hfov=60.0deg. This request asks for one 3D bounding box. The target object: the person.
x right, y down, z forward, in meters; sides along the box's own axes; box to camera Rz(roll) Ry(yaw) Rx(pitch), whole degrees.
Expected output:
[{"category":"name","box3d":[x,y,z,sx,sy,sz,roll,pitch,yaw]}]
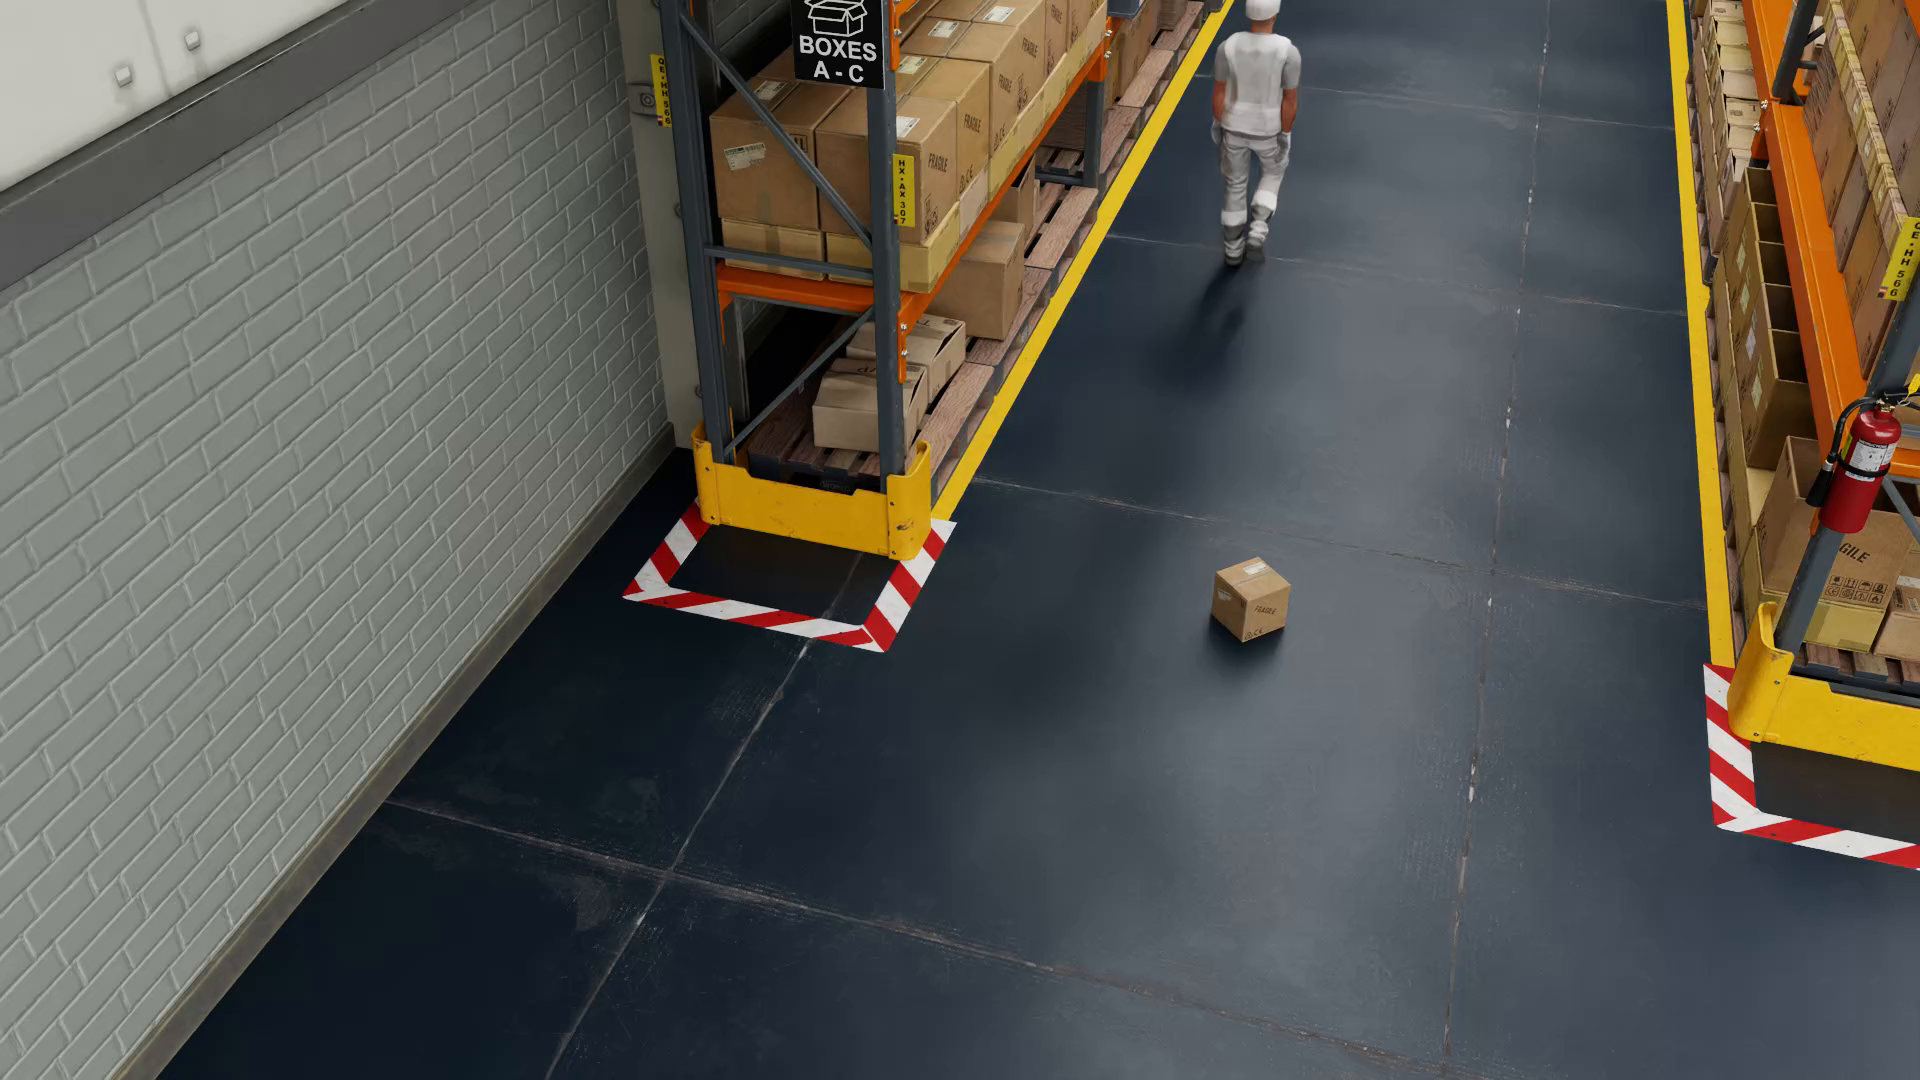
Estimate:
[{"category":"person","box3d":[1.799,-2.540,10.235,0.525,1.781,0.474,10,38,13]}]
